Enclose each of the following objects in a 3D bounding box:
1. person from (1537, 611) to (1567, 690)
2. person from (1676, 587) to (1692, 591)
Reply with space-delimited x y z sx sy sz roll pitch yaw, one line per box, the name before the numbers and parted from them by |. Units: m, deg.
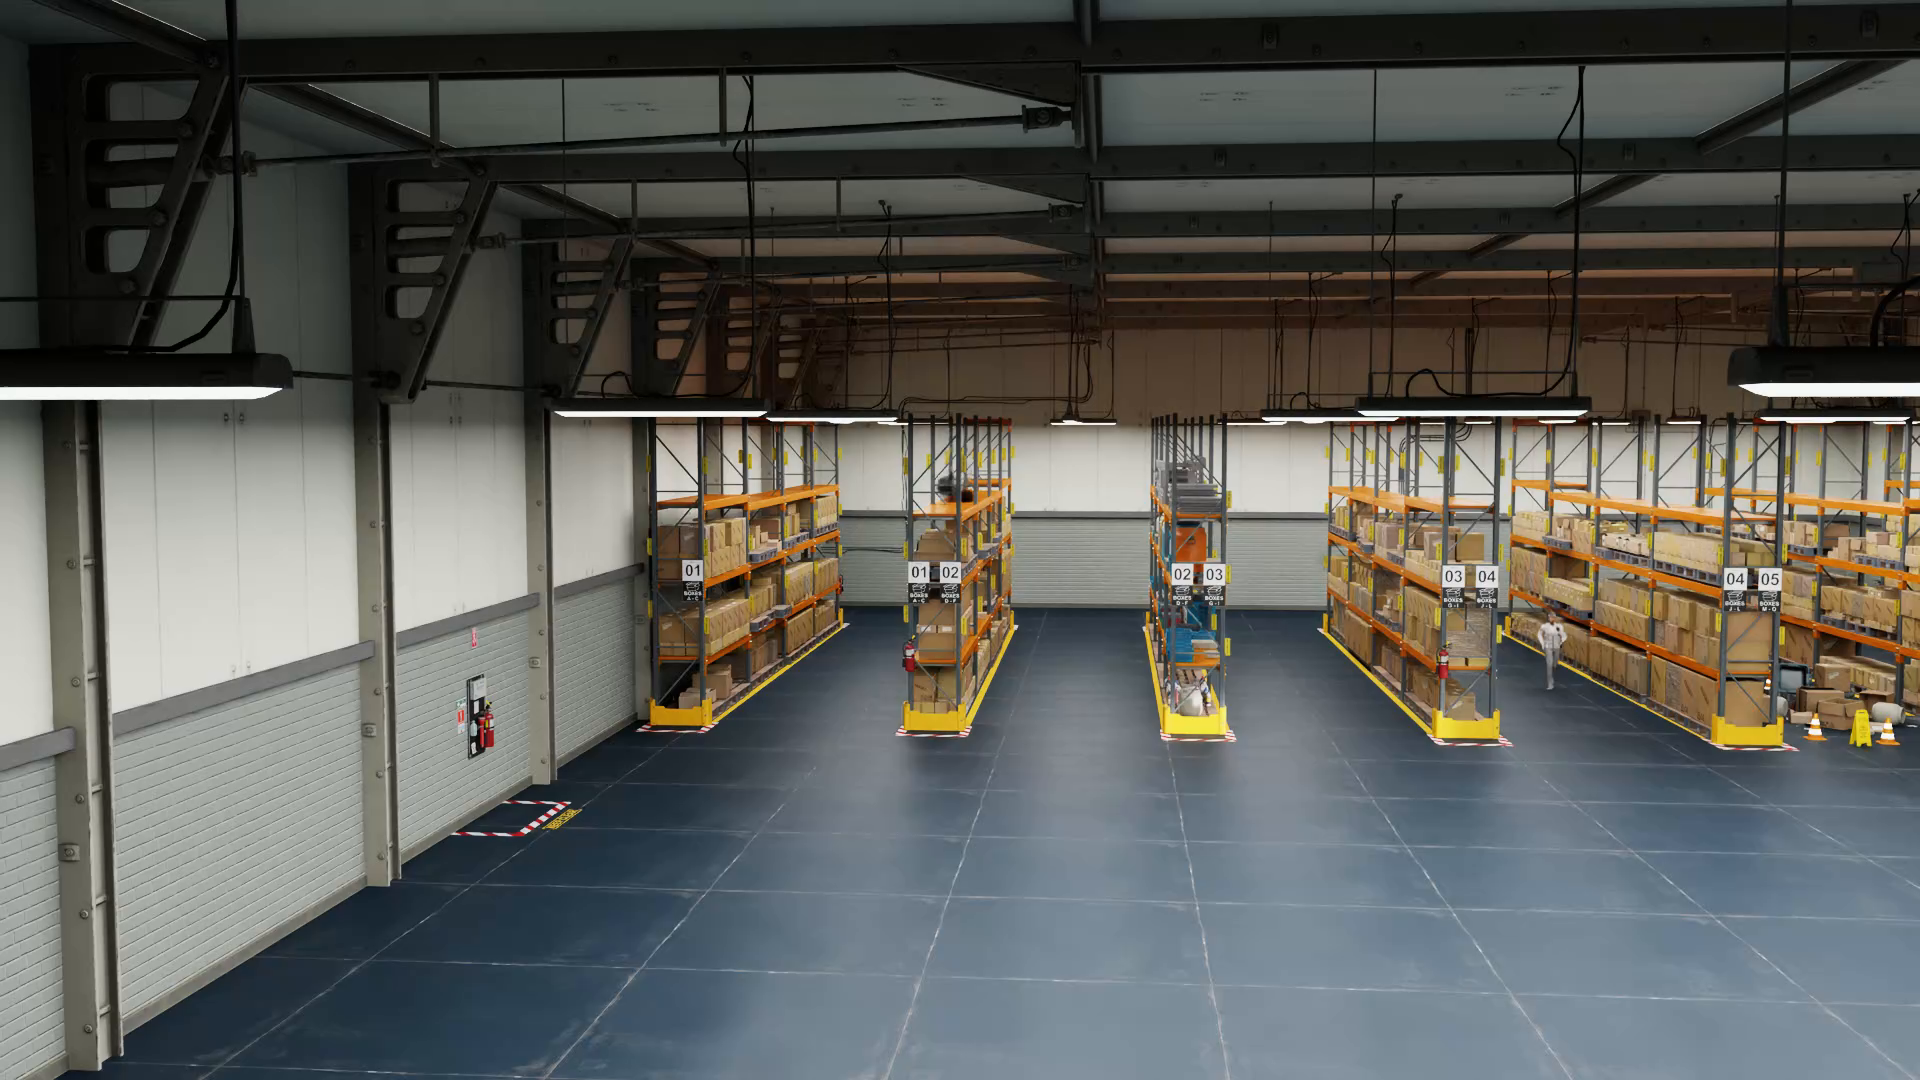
person | 13.043 2.399 36.633 0.608 1.705 0.833 1 4 11
person | 20.635 1.730 47.069 0.772 1.711 0.616 2 4 30
